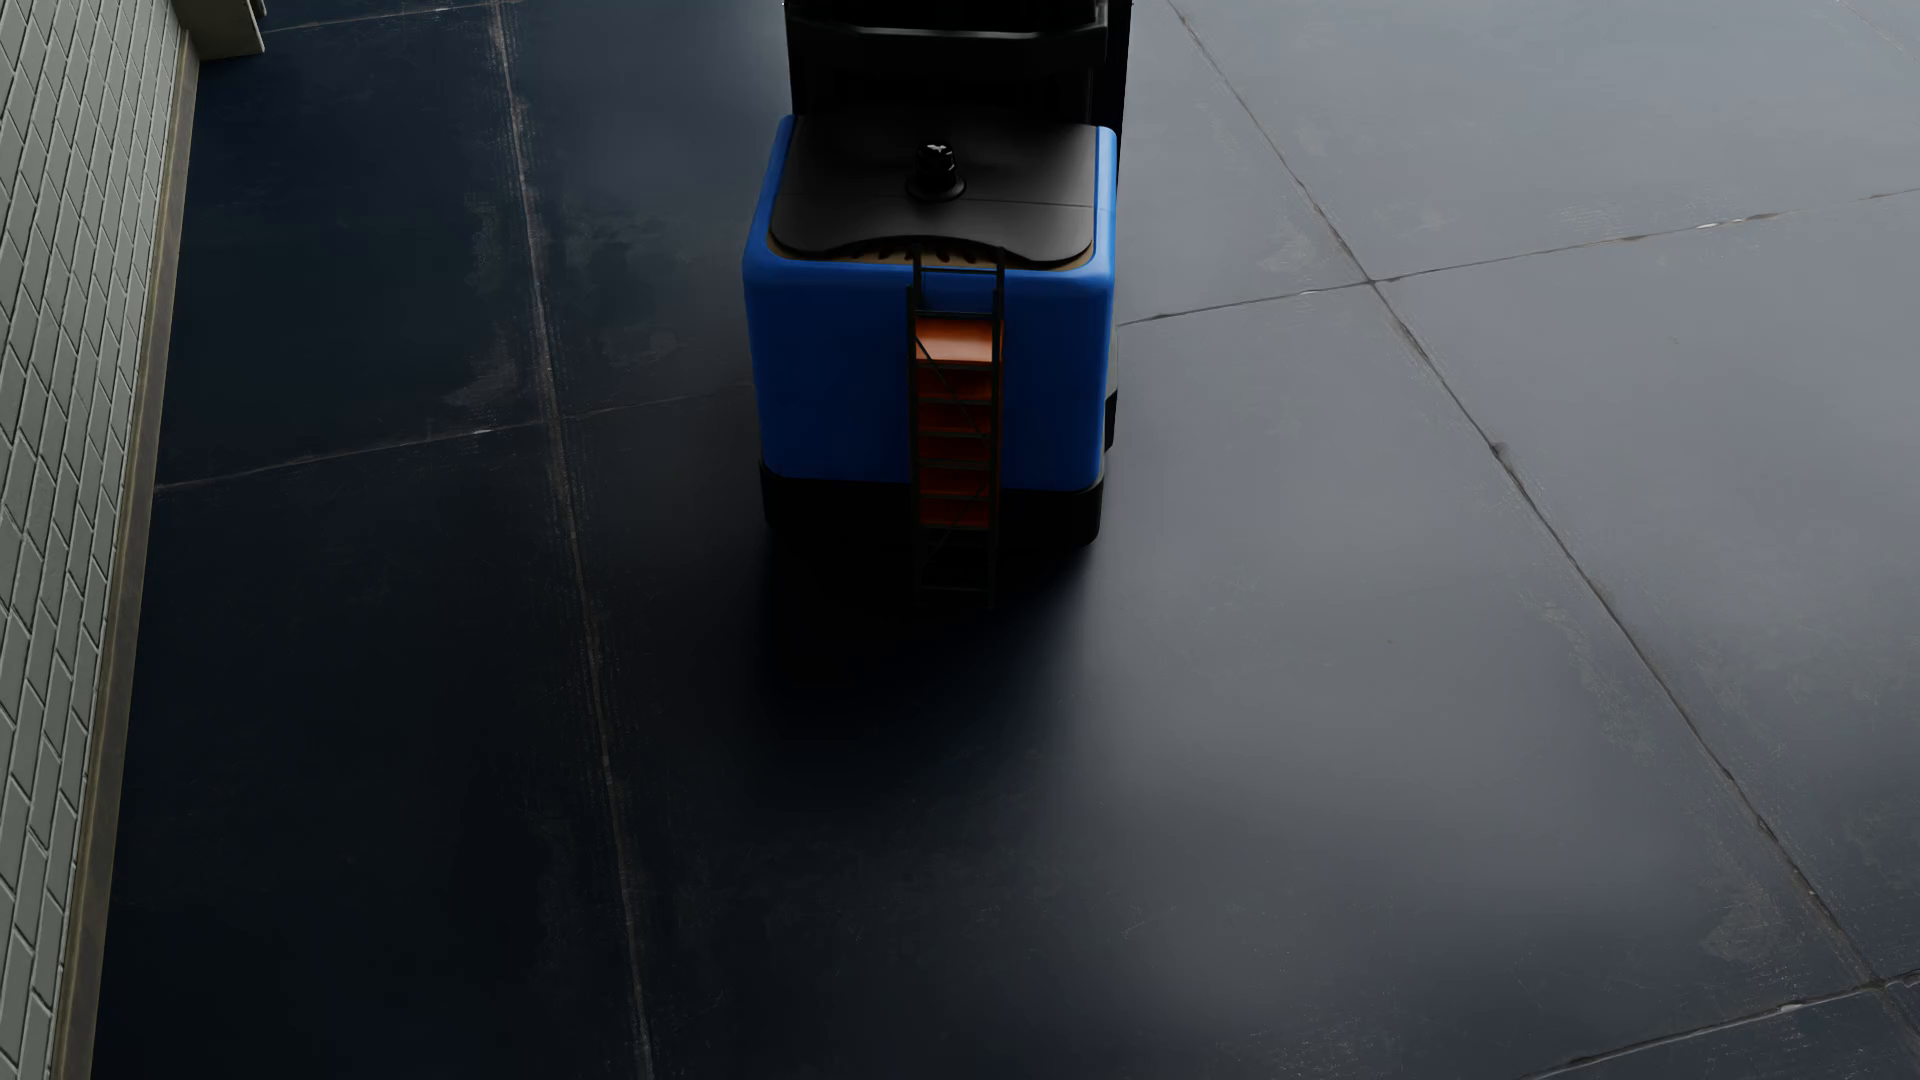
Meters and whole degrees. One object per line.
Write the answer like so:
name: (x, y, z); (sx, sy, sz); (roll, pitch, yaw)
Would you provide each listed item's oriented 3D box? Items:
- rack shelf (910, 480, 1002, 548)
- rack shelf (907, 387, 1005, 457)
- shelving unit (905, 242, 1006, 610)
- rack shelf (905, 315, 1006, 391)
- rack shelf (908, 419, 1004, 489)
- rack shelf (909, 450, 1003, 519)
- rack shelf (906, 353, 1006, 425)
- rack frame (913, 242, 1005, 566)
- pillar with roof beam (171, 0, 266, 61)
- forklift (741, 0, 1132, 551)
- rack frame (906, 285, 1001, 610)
rack shelf: (-0.010, -0.083, 4.889); (0.258, 0.103, 0.180); (3, 46, 3)
rack shelf: (-0.010, -0.334, 4.632); (0.258, 0.103, 0.180); (3, 46, 3)
shelving unit: (-0.010, -0.282, 4.686); (0.258, 1.200, 0.189); (3, 46, 3)
rack shelf: (-0.010, -0.502, 4.460); (0.258, 0.103, 0.180); (3, 46, 3)
rack shelf: (-0.010, -0.251, 4.718); (0.258, 0.103, 0.180); (3, 46, 3)
rack shelf: (-0.010, -0.167, 4.803); (0.258, 0.103, 0.180); (3, 46, 3)
rack shelf: (-0.010, -0.418, 4.546); (0.258, 0.103, 0.180); (3, 46, 3)
rack frame: (-0.003, -0.347, 4.750); (0.240, 1.200, 0.006); (3, 46, 3)
pillar with roof beam: (0.878, -6.204, 5.029); (9.100, 9.000, 0.400); (-11, 47, -10)
forklift: (0.011, -2.043, 5.200); (1.130, 2.935, 3.031); (3, 46, 3)
rack frame: (-0.016, -0.216, 4.622); (0.240, 1.200, 0.006); (3, 46, 3)
